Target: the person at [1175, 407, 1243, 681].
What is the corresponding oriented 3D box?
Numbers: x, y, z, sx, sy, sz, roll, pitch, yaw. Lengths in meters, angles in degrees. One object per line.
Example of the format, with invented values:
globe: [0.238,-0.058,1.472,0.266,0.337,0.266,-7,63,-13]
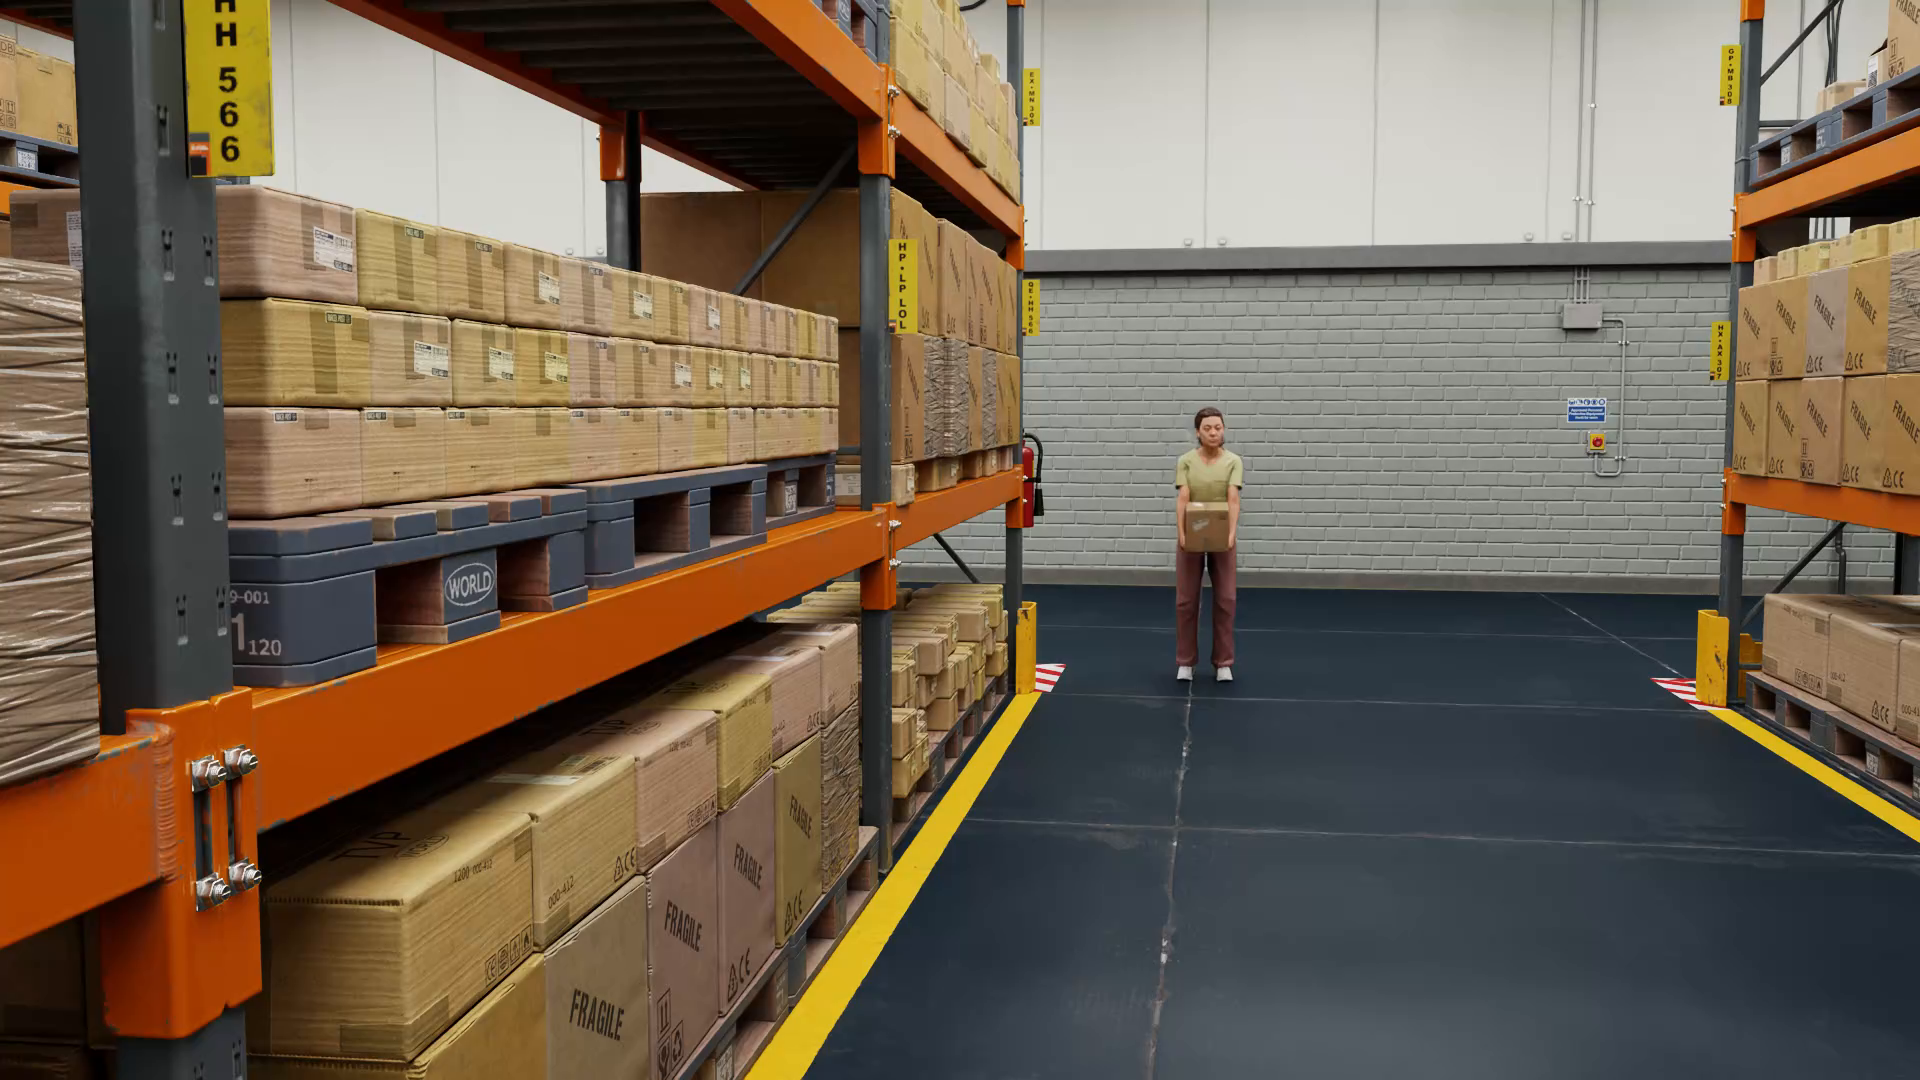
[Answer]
person: [1.504,0.031,10.081,0.408,1.665,0.506,1,5,8]
